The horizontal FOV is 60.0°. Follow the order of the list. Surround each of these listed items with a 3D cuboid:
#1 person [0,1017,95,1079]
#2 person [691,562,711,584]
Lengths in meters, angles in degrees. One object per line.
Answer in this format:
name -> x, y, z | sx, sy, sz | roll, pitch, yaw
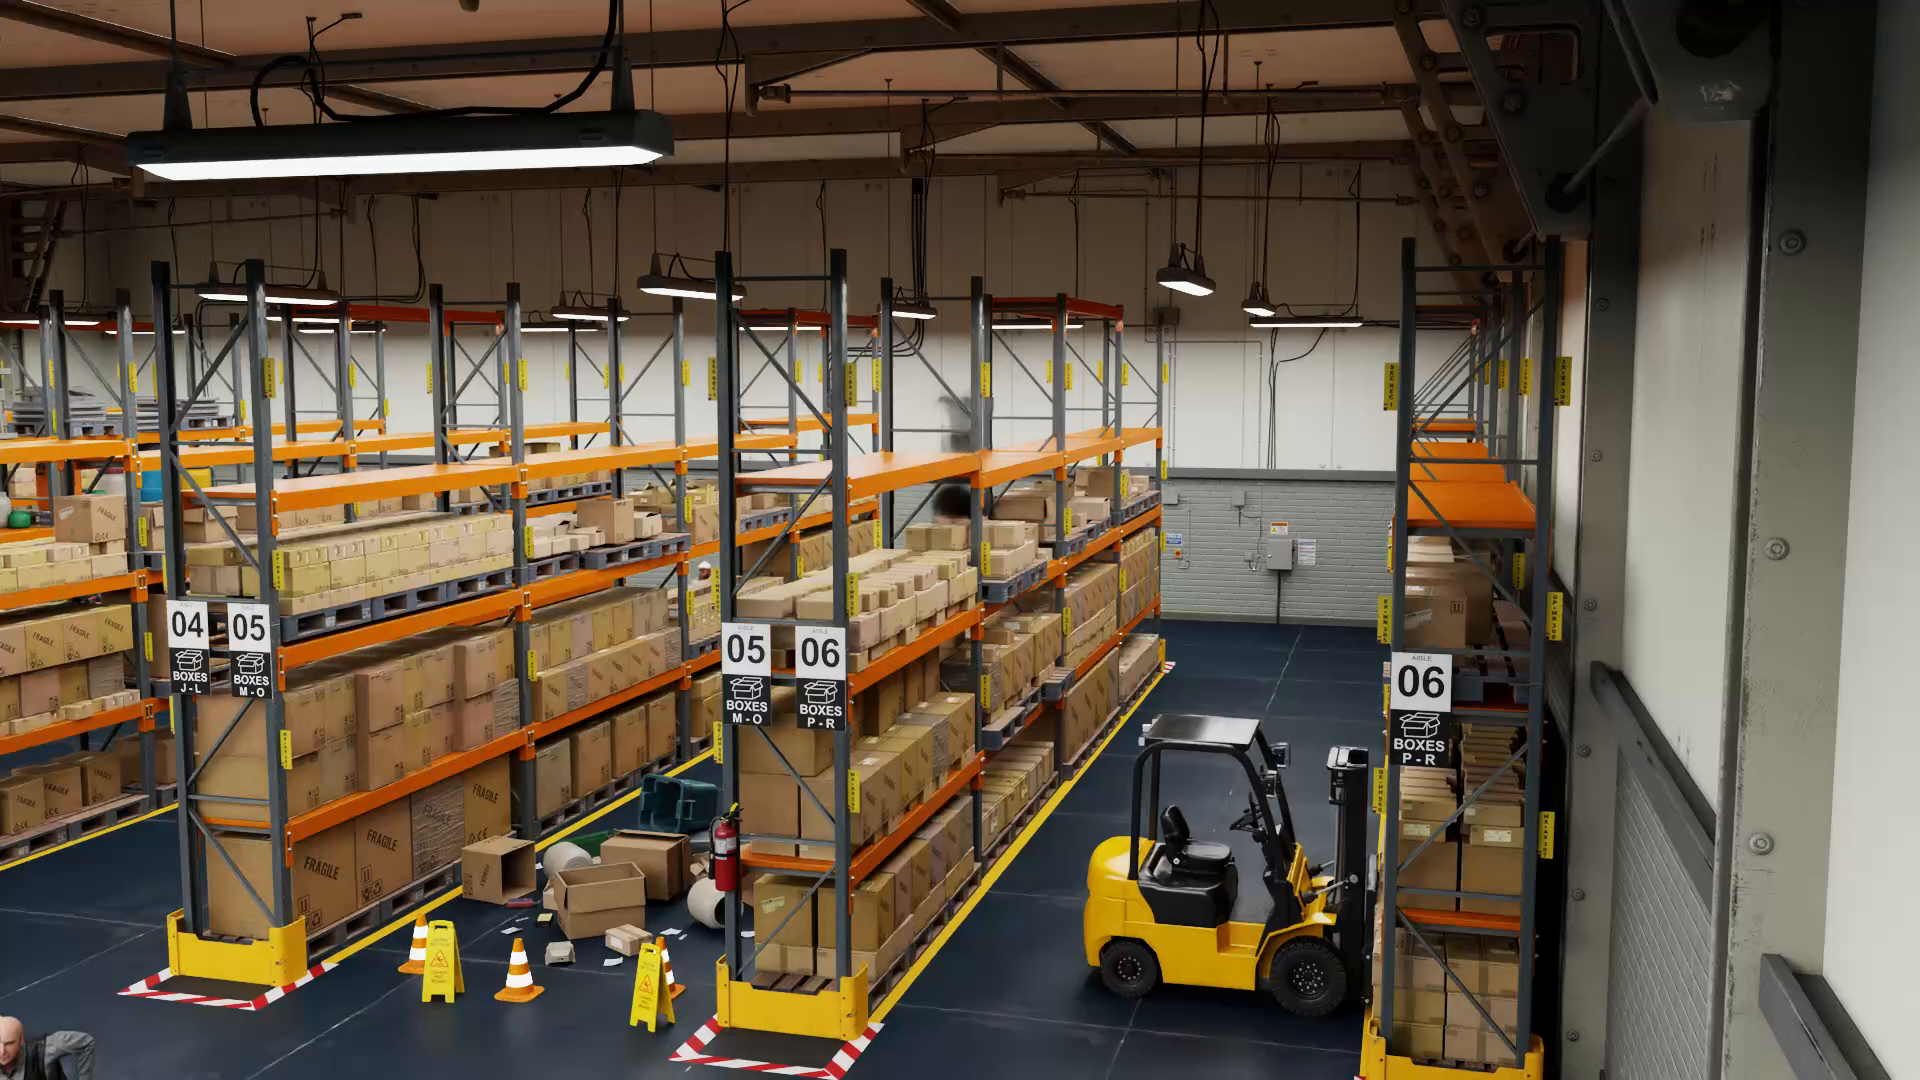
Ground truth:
person -> -5.270, 3.390, 9.455 | 0.701, 1.678, 0.990 | -2, 6, -18
person -> -4.416, 1.254, 28.993 | 0.671, 1.772, 0.798 | 1, 6, 8
